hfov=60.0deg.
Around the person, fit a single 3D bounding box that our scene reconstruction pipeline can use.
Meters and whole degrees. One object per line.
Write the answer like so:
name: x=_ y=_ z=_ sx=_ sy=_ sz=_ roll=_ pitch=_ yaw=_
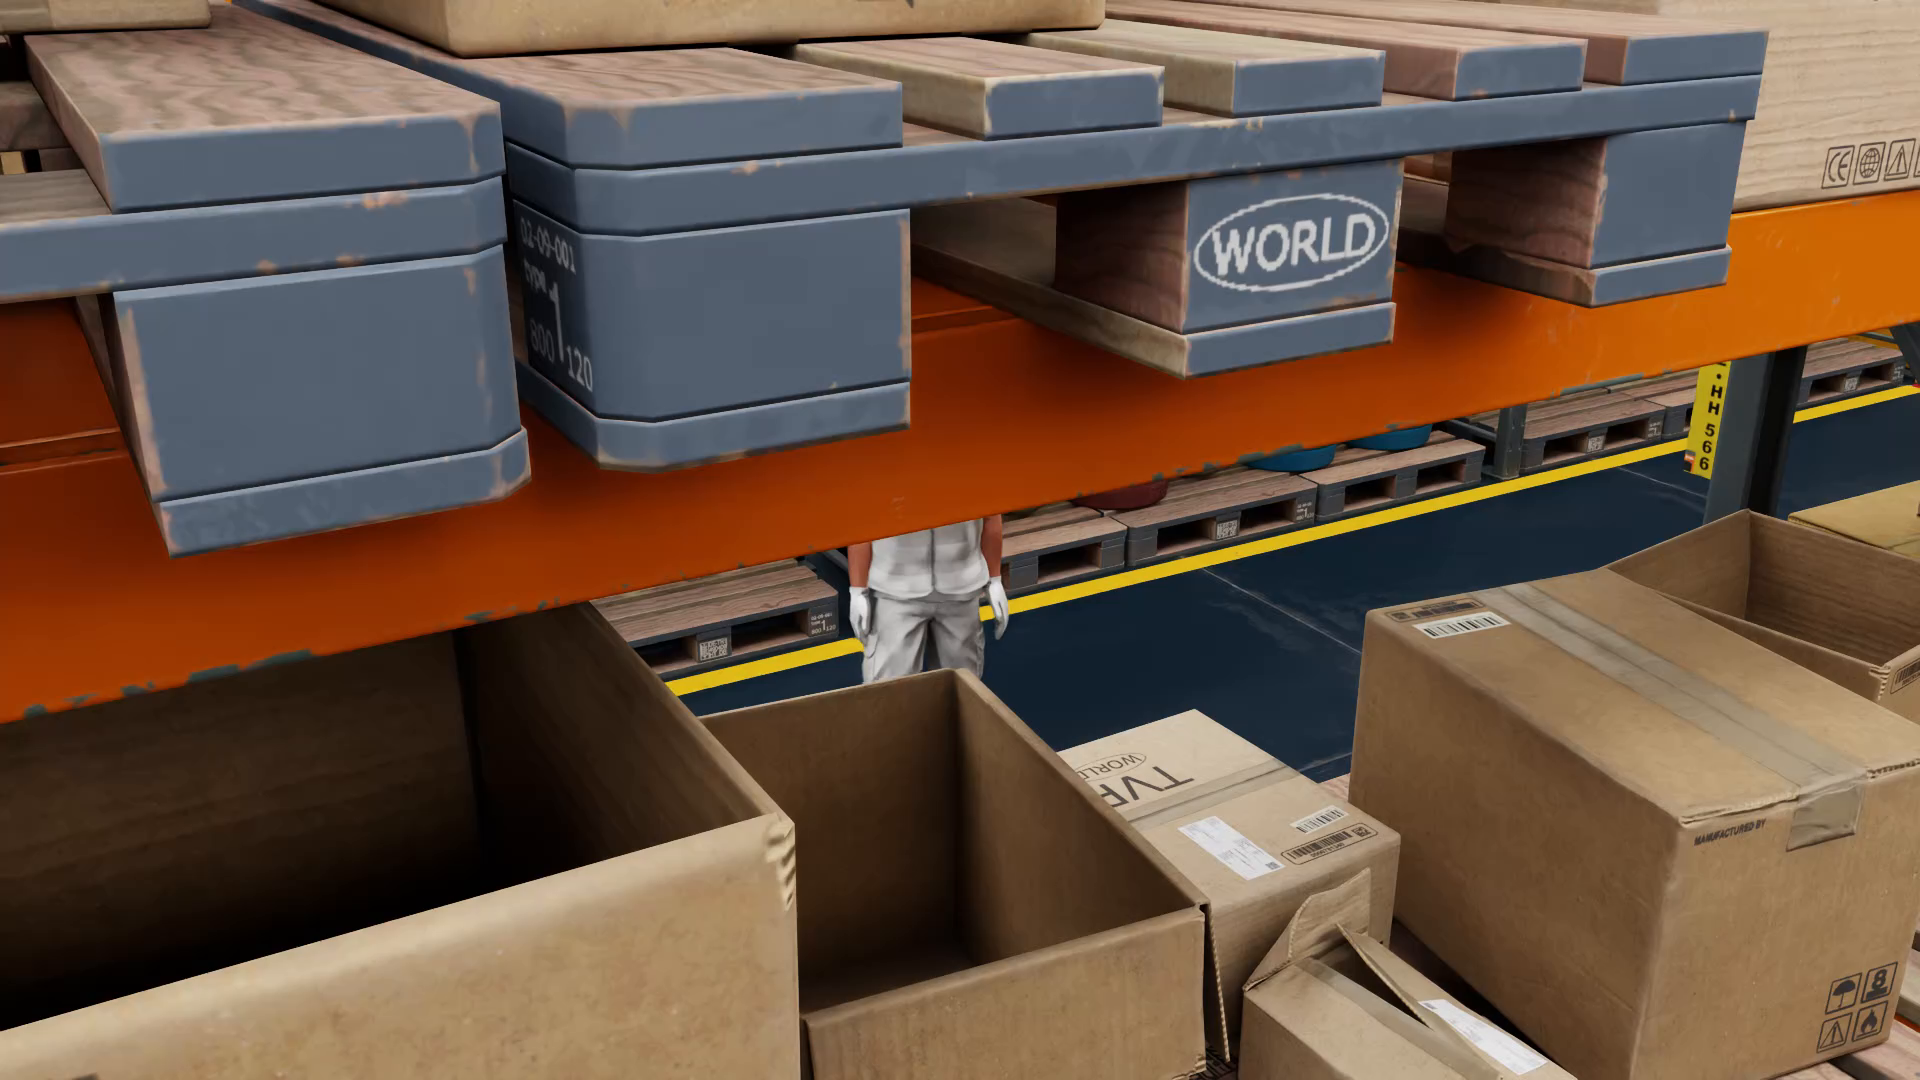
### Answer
person: x=-0.104 y=0.203 z=5.553 sx=0.553 sy=1.821 sz=0.391 roll=-5 pitch=22 yaw=-12
